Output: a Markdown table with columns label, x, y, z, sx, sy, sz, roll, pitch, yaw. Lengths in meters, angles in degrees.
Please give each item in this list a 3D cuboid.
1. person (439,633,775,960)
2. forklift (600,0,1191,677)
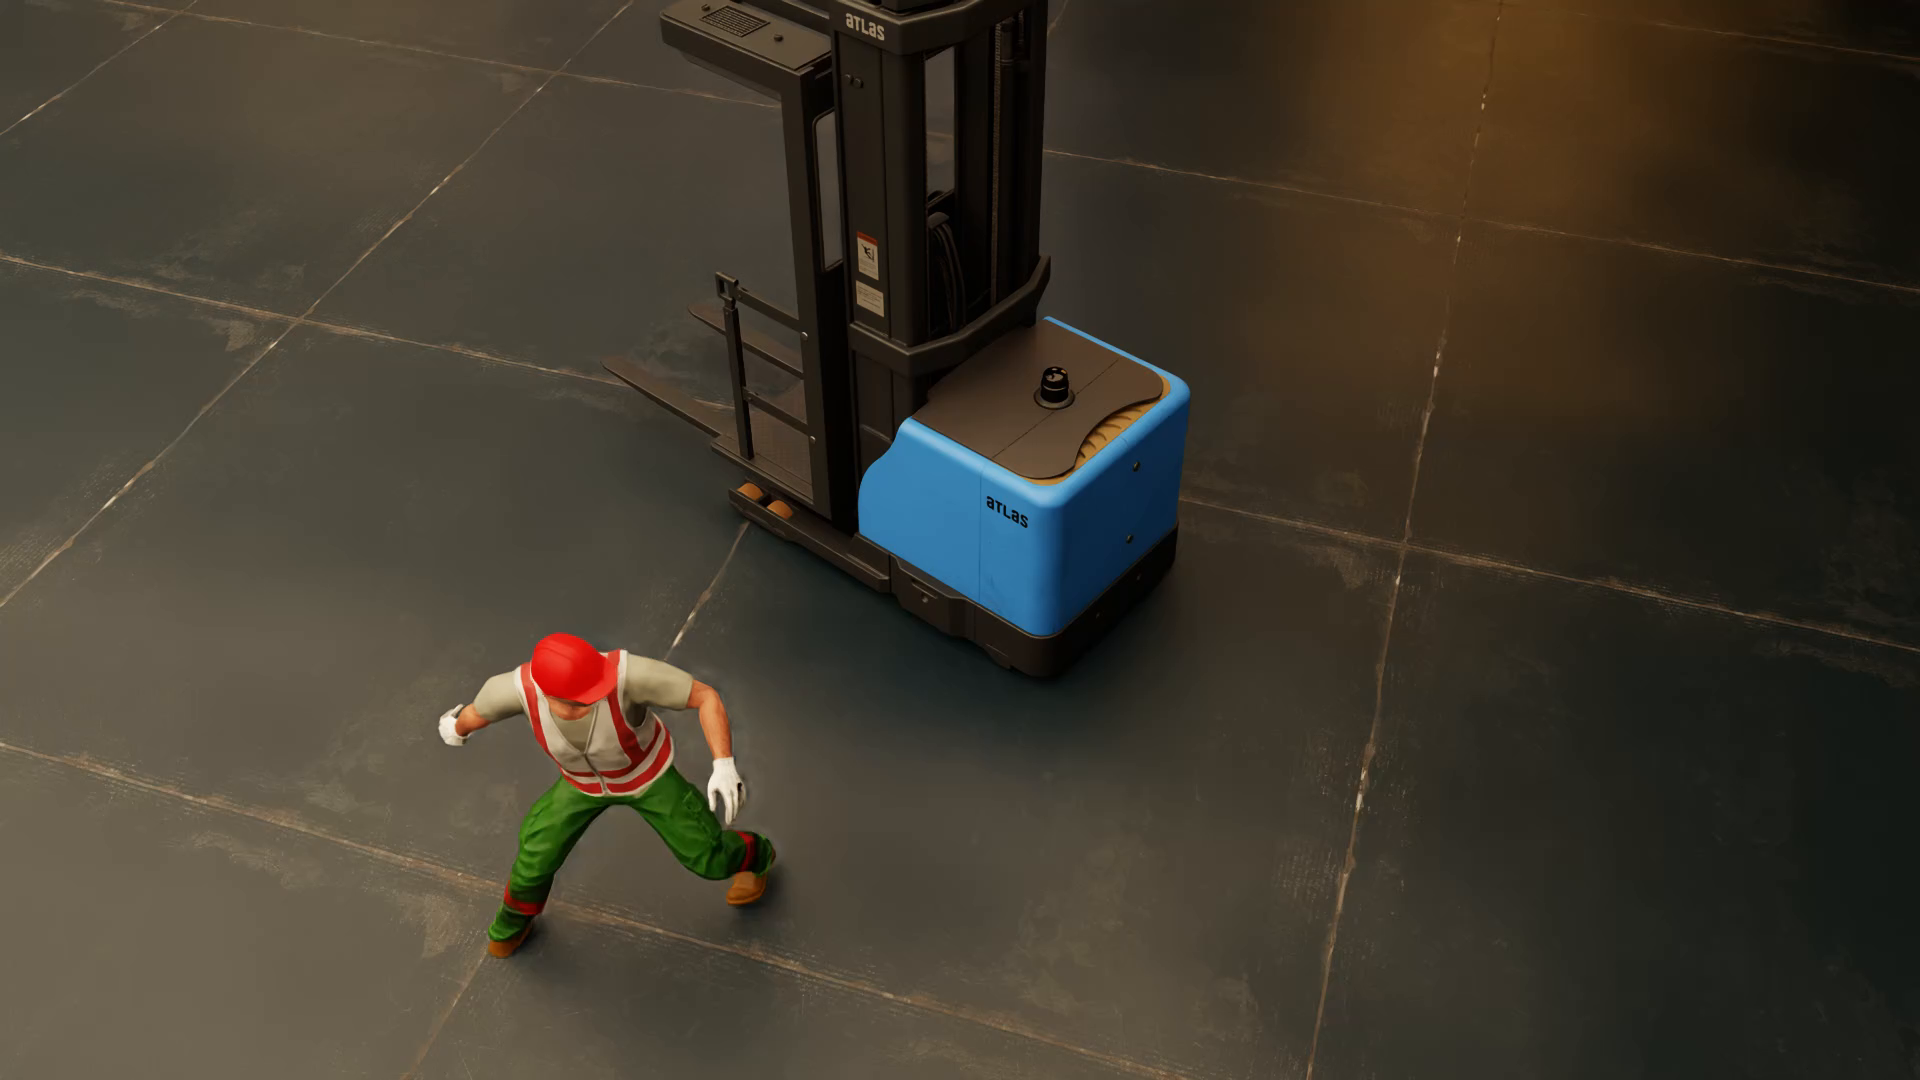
| label | x | y | z | sx | sy | sz | roll | pitch | yaw |
| --- | --- | --- | --- | --- | --- | --- | --- | --- | --- |
| person | -1.284 | 0.866 | 5.792 | 1.168 | 1.715 | 0.561 | 2 | 43 | 3 |
| forklift | -0.468 | -1.340 | 7.129 | 3.031 | 2.935 | 1.130 | 30 | 50 | 28 |
